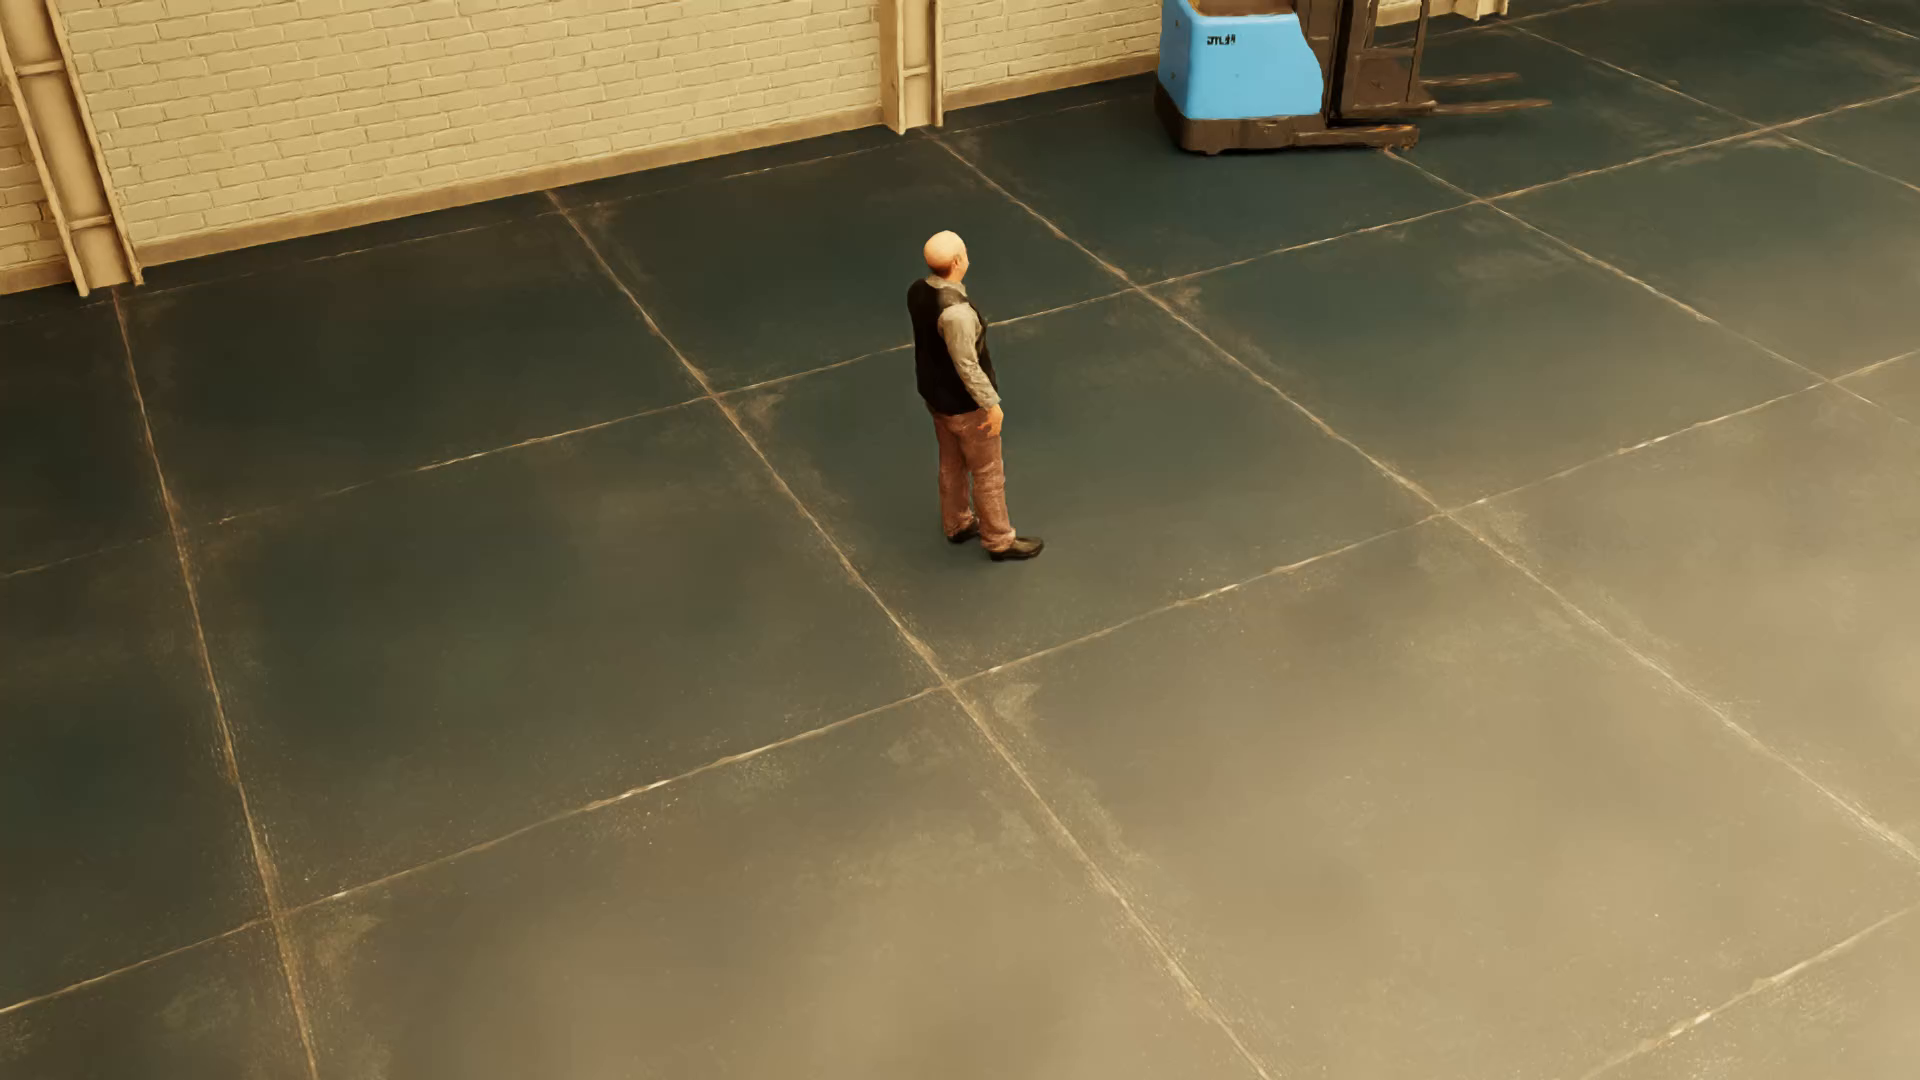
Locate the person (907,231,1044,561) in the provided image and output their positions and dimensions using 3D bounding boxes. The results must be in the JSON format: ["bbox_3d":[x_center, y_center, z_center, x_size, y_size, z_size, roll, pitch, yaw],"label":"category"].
[{"bbox_3d":[0.059,-0.722,8.179,0.567,1.720,0.632,-17,39,-23],"label":"person"}]

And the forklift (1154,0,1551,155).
[{"bbox_3d":[3.139,-4.547,12.555,3.031,2.935,1.130,-5,36,-7],"label":"forklift"}]
